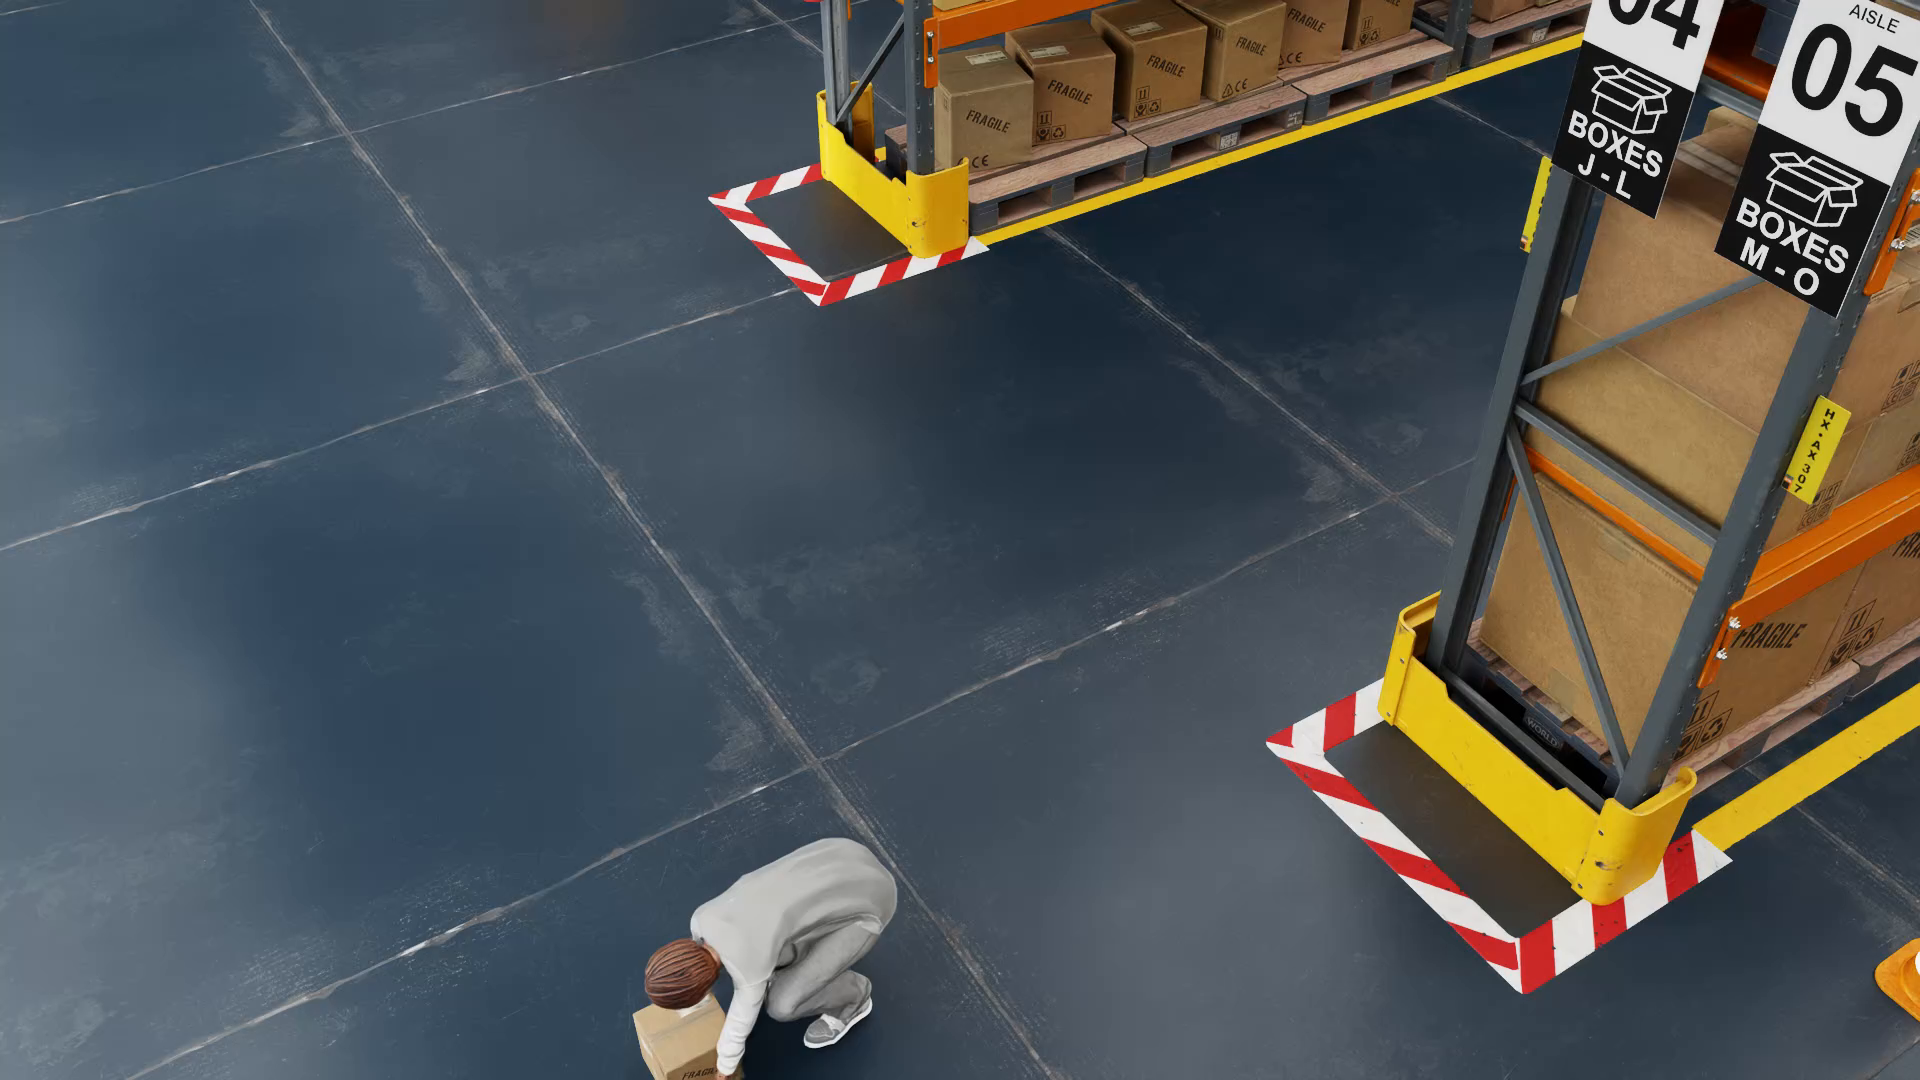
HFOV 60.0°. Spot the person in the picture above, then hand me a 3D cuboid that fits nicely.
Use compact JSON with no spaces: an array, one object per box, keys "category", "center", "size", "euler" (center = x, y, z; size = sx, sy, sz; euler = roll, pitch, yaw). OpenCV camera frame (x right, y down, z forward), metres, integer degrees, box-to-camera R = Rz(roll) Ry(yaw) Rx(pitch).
[{"category":"person","center":[-0.592,1.358,5.330],"size":[0.869,0.714,0.420],"euler":[-24,47,-25]}]
